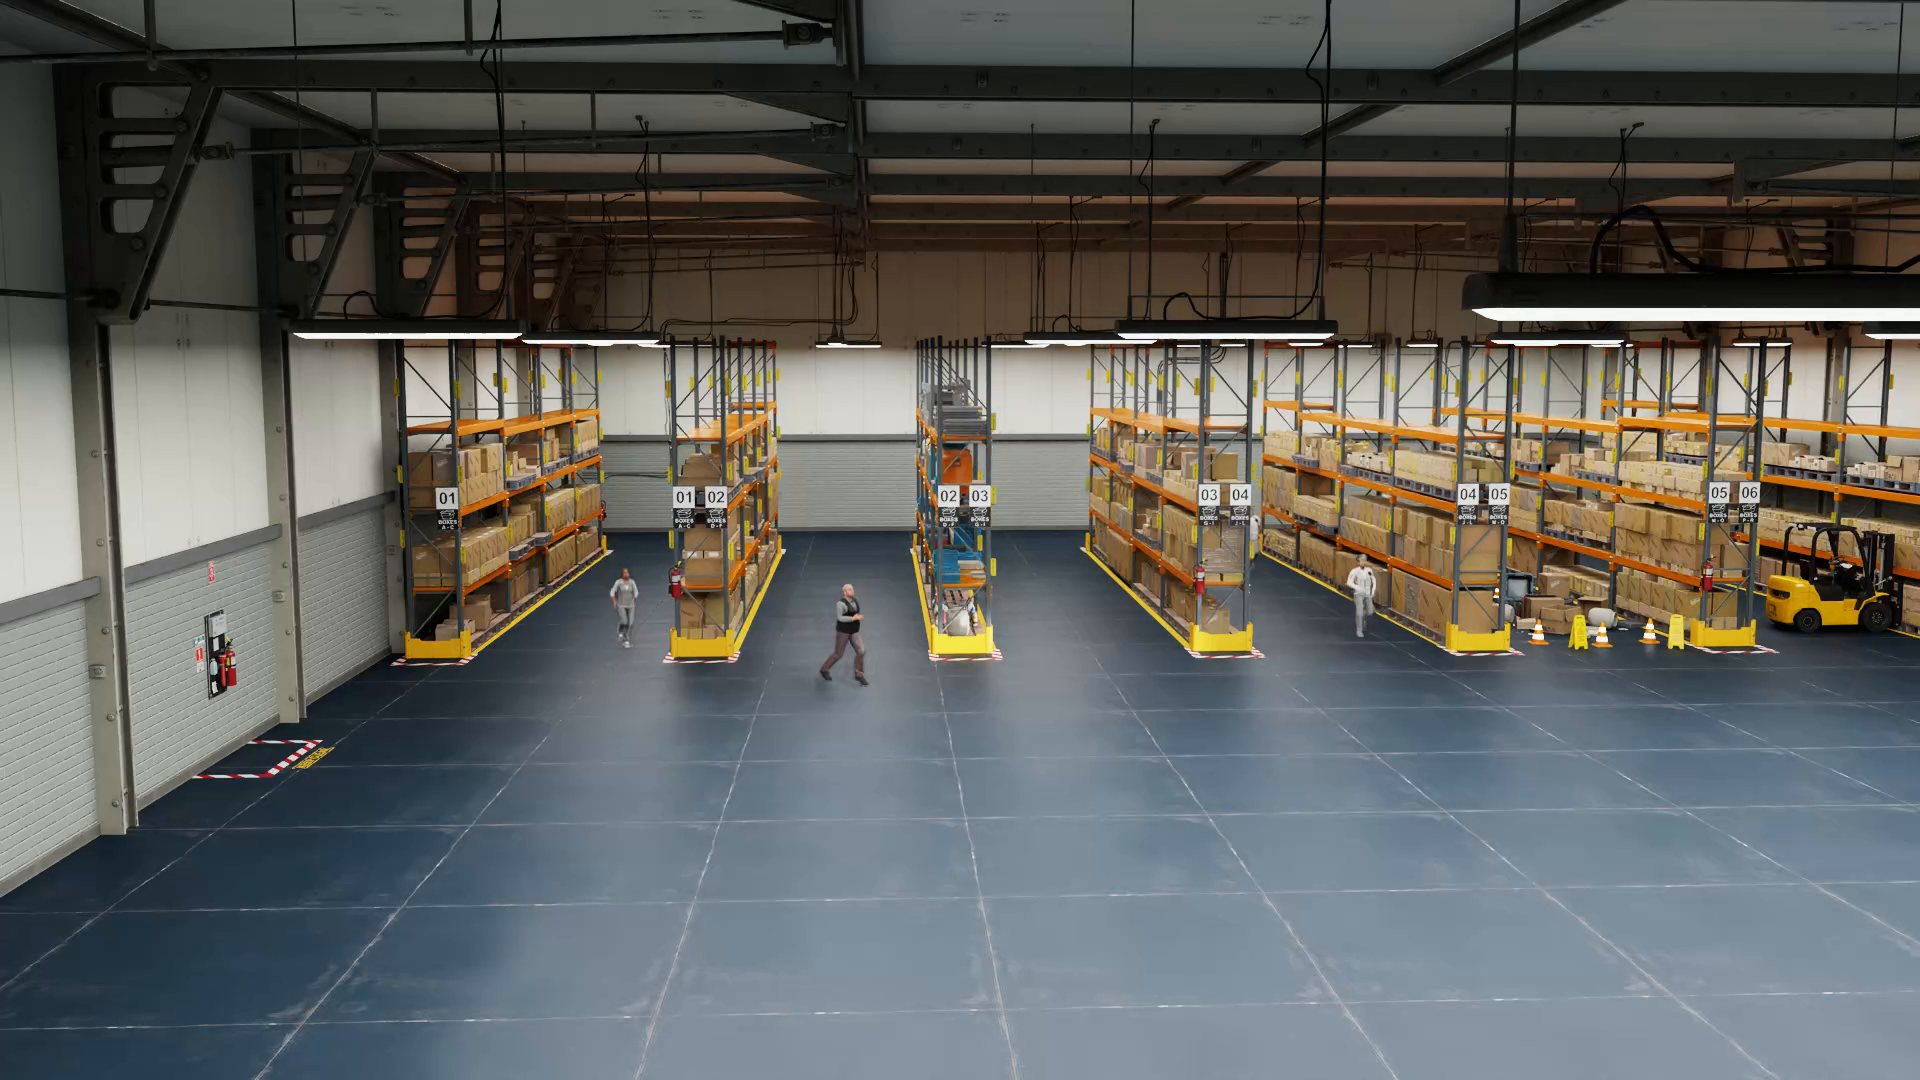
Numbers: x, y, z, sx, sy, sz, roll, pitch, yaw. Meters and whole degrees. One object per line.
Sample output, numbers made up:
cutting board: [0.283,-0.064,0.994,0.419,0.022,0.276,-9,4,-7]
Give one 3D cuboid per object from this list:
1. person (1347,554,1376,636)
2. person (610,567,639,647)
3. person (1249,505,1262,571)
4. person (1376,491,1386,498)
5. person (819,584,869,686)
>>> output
person: [8.106,1.107,33.455,0.658,1.664,0.537,-1,7,-9]
person: [-6.450,1.308,32.114,0.529,1.558,0.534,-3,7,-24]
person: [7.565,-0.053,43.190,0.651,1.737,0.599,0,7,-4]
person: [12.461,-0.771,49.407,0.577,1.747,0.681,0,6,-3]
person: [-1.979,1.624,28.631,0.908,1.768,0.663,5,8,35]
